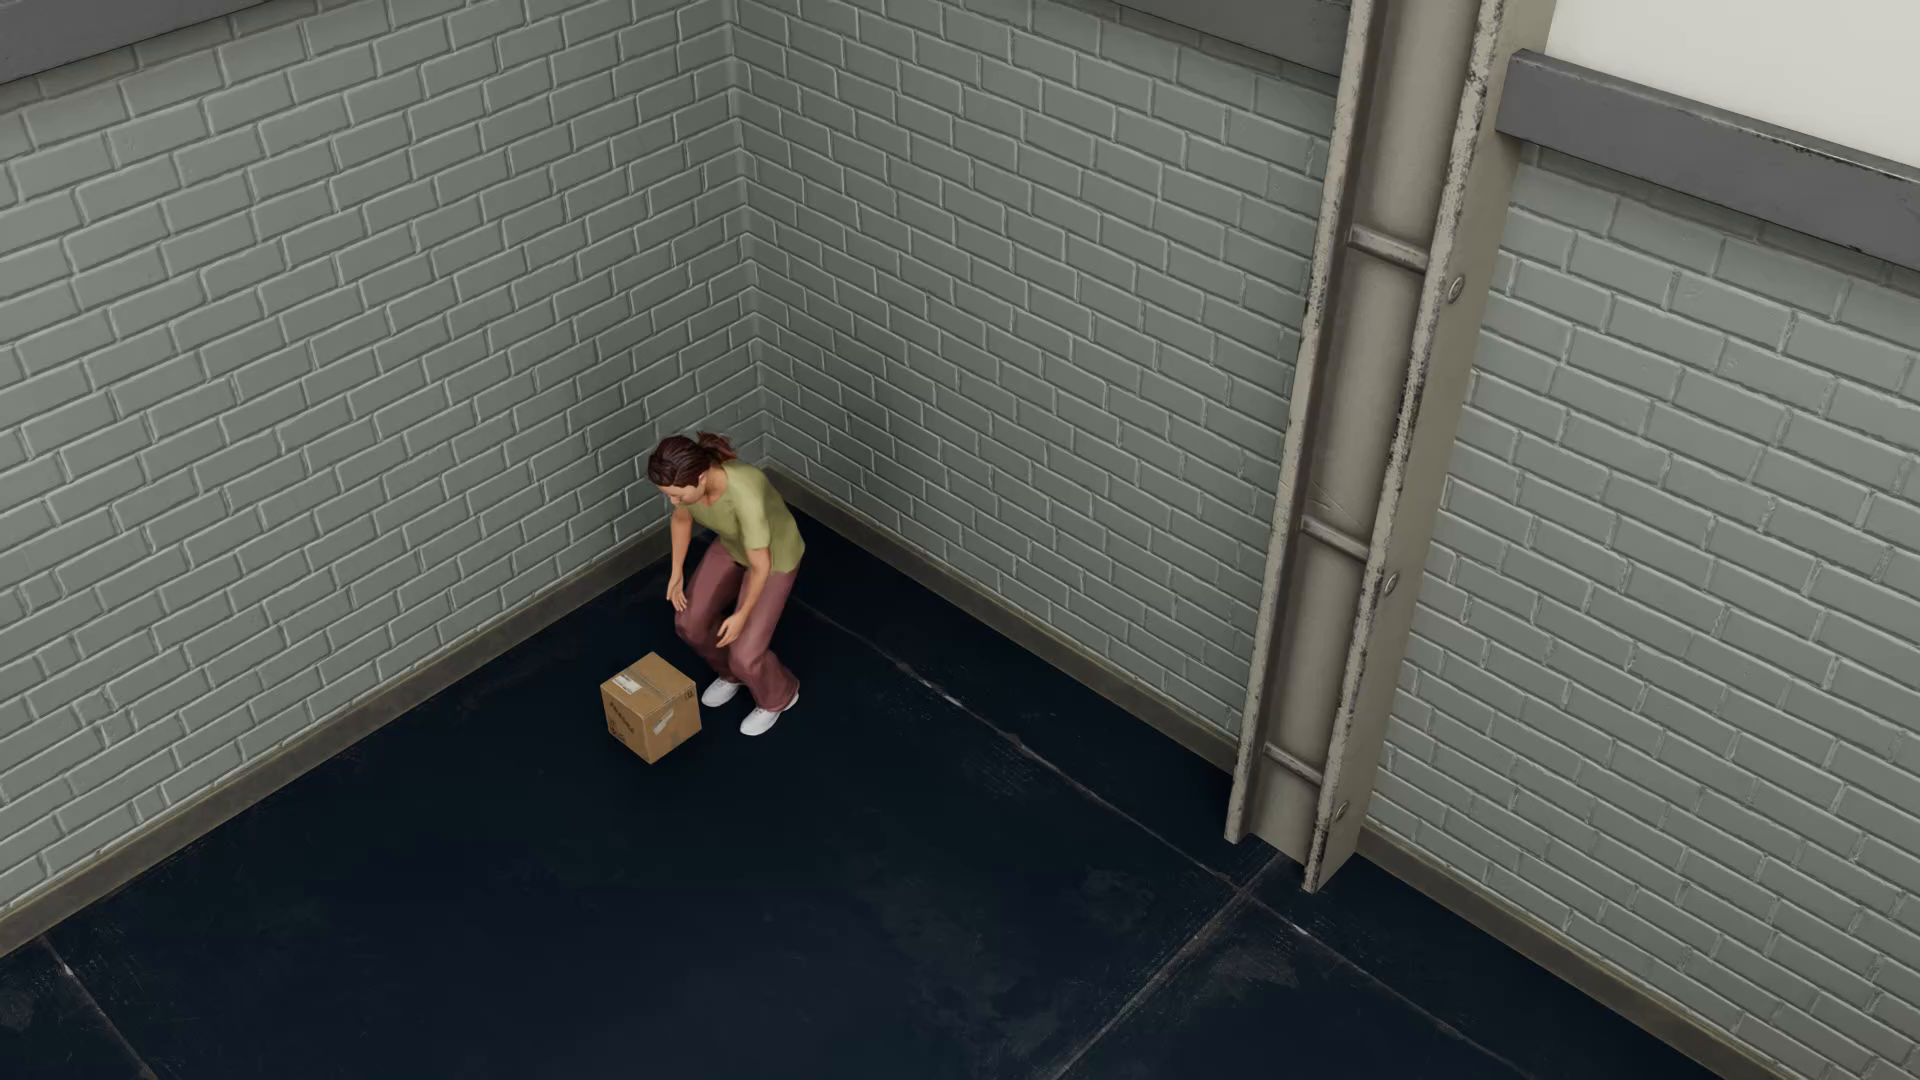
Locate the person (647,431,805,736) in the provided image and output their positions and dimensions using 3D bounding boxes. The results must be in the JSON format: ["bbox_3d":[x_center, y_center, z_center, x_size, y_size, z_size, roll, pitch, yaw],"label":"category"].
[{"bbox_3d":[-0.837,0.132,6.184,0.507,1.444,0.596,31,48,32],"label":"person"}]
